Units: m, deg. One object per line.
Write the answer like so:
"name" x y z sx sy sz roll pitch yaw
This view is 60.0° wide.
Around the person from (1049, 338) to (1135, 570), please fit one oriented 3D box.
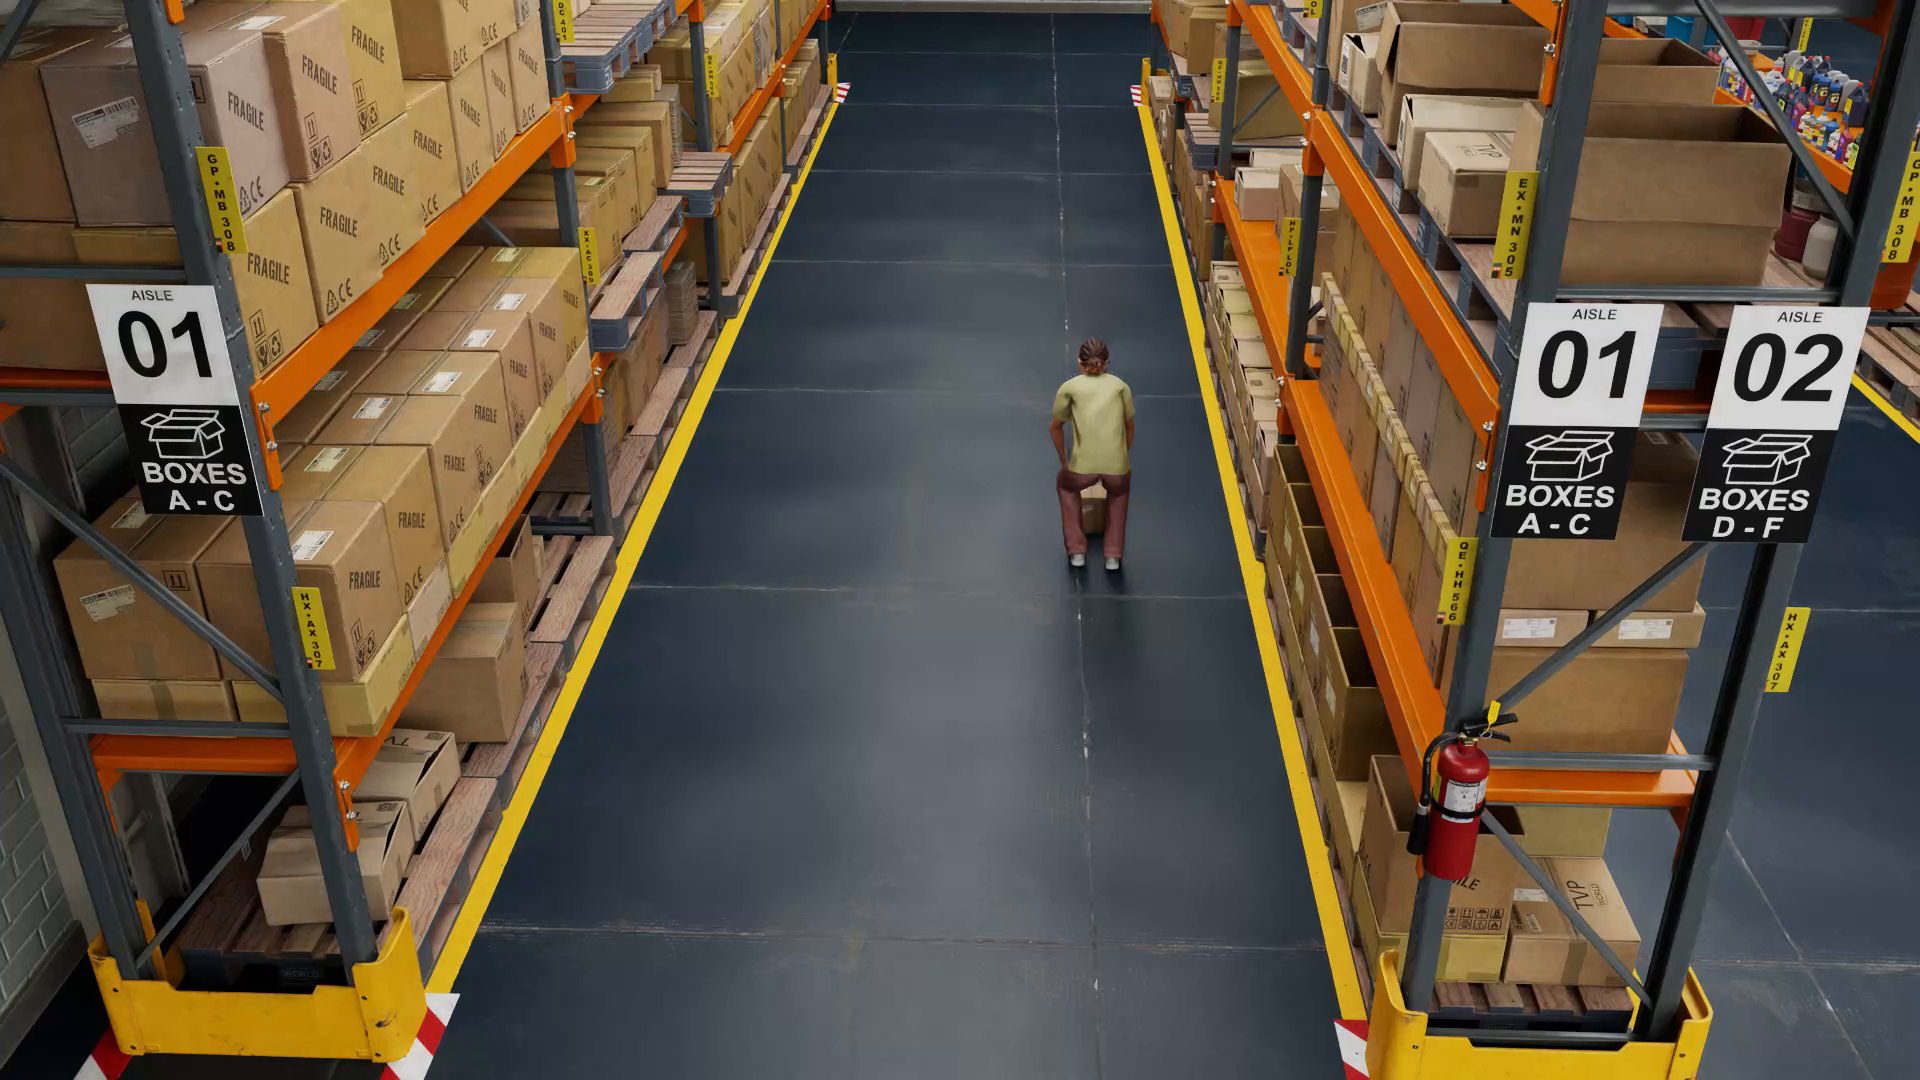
"person" 0.785 -0.493 9.917 0.511 1.333 0.668 1 28 2
